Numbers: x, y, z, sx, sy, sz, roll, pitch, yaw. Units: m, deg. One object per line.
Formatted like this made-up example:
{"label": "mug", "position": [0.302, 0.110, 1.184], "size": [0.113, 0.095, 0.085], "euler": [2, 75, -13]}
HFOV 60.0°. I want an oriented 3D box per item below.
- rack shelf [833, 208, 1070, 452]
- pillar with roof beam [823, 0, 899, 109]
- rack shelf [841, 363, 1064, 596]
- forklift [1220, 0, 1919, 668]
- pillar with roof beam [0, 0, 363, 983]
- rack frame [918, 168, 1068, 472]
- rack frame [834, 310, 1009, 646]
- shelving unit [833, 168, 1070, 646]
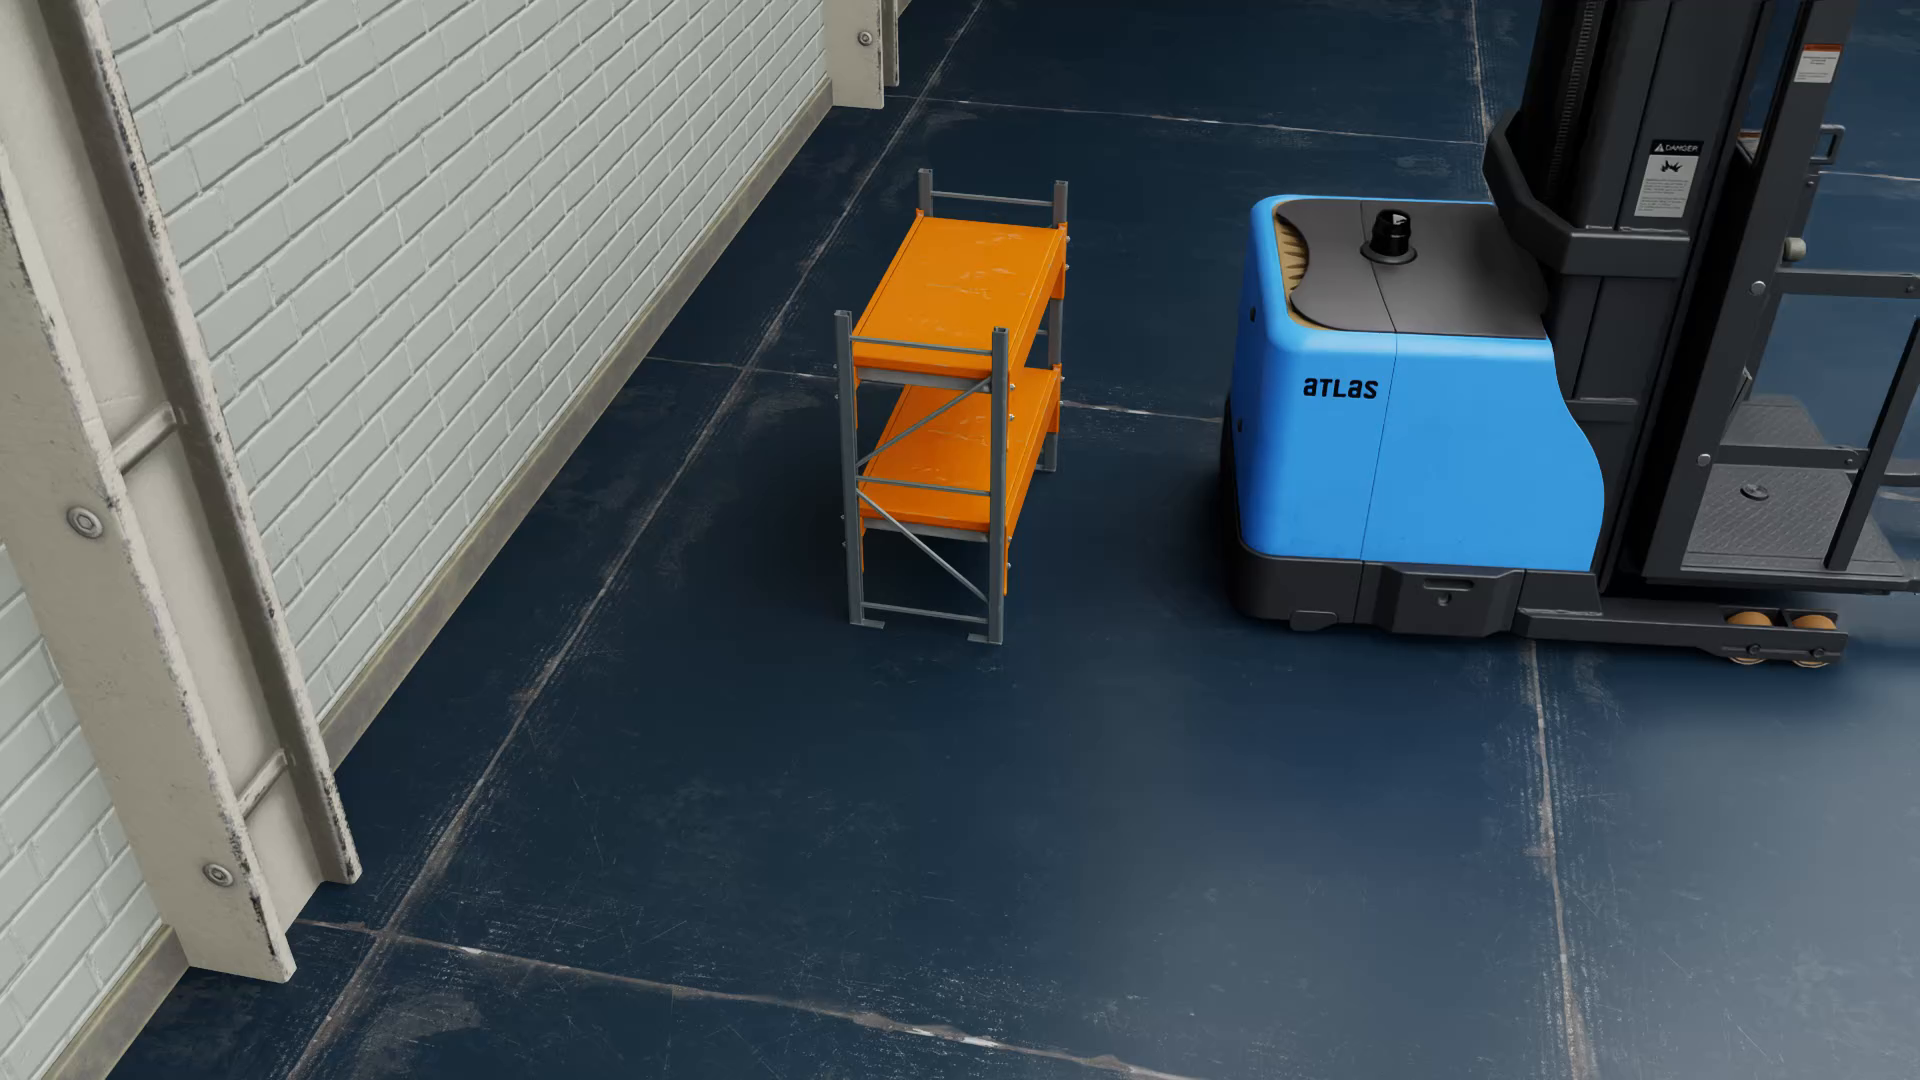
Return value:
{"label": "rack shelf", "position": [-0.001, -0.689, 5.243], "size": [0.538, 0.278, 1.000], "euler": [7, 37, 10]}
{"label": "pillar with roof beam", "position": [3.675, -5.556, 5.747], "size": [9.100, 9.000, 0.400], "euler": [7, 37, 10]}
{"label": "rack shelf", "position": [-0.001, -0.254, 5.558], "size": [0.538, 0.278, 1.000], "euler": [7, 37, 10]}
{"label": "forklift", "position": [2.419, -1.114, 4.790], "size": [3.031, 2.935, 1.130], "euler": [3, 36, 4]}
{"label": "pillar with roof beam", "position": [2.394, -2.116, 1.001], "size": [9.100, 9.000, 0.400], "euler": [7, 37, 10]}
{"label": "rack frame", "position": [0.107, -0.743, 5.817], "size": [0.500, 1.125, 0.032], "euler": [7, 37, 10]}
{"label": "rack frame", "position": [-0.110, -0.160, 5.012], "size": [0.500, 1.125, 0.032], "euler": [7, 37, 10]}
{"label": "shelving unit", "position": [-0.001, -0.452, 5.415], "size": [0.538, 1.125, 1.048], "euler": [7, 37, 10]}
